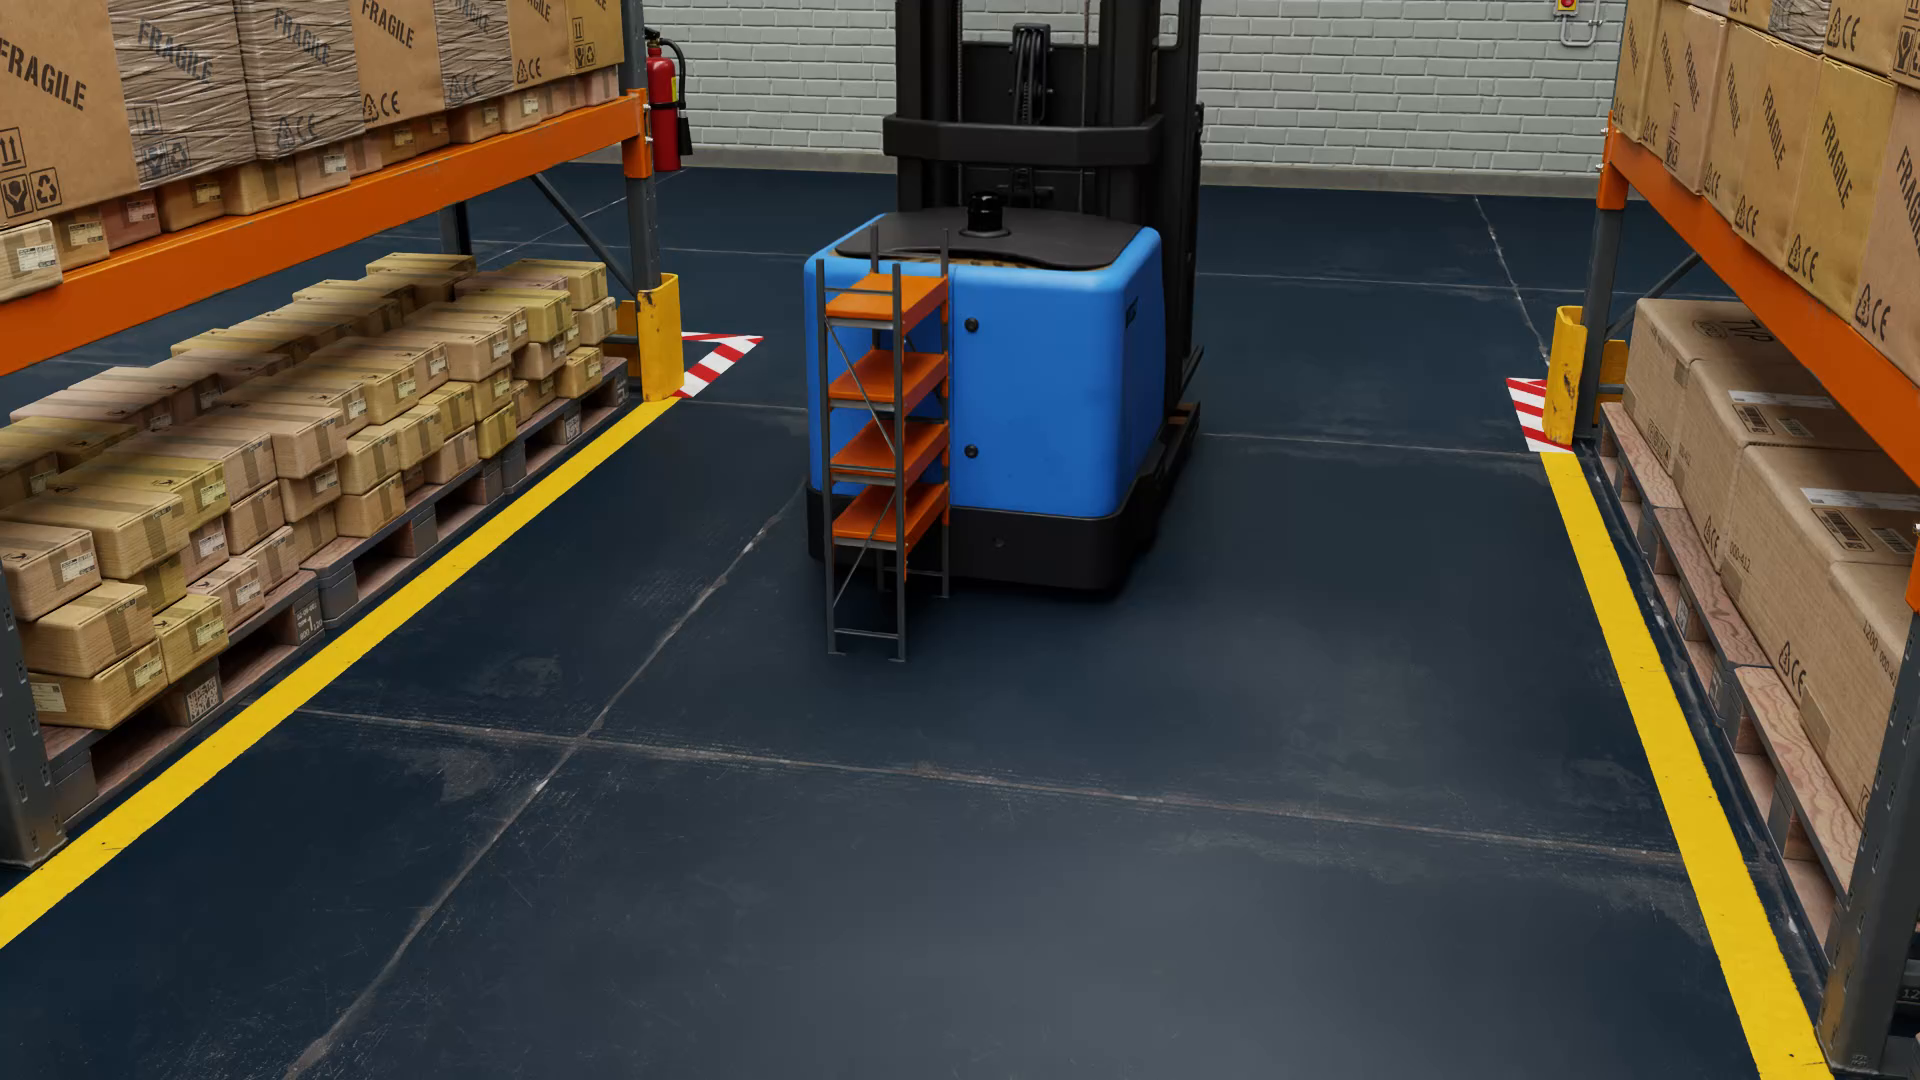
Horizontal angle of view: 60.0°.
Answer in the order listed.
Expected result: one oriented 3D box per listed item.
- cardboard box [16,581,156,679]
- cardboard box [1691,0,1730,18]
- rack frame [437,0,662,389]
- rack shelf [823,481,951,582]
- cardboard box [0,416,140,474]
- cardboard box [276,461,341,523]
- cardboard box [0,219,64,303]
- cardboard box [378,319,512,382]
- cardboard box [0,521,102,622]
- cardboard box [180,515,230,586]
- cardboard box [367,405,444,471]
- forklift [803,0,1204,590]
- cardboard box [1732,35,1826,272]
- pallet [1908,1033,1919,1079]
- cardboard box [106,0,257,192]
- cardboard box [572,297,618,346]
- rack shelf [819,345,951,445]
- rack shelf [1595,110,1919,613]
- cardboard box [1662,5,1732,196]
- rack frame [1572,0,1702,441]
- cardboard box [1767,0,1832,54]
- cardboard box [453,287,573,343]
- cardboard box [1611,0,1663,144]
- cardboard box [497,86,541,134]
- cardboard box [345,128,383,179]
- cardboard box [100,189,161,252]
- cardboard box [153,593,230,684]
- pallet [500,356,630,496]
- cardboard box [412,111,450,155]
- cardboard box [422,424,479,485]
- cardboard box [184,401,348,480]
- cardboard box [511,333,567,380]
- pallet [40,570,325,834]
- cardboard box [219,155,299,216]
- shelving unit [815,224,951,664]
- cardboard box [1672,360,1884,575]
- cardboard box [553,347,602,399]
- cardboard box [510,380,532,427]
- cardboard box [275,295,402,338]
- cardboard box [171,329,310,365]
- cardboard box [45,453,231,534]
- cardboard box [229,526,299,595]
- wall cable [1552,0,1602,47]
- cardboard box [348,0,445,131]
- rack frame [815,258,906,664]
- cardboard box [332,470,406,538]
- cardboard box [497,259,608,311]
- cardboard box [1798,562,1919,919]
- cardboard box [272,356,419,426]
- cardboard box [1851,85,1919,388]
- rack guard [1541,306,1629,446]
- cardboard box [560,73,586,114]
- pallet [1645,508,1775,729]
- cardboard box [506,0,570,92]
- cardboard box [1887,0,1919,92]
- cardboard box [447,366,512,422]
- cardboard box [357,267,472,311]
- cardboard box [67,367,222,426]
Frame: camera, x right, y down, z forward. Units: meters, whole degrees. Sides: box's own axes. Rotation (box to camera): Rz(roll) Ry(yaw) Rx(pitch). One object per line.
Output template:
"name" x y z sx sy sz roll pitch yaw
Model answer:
"cardboard box" -2.272 0.210 4.173 0.380 0.149 0.250 5 23 13
"cardboard box" 2.451 -1.772 4.766 0.500 0.500 0.500 4 22 11
"rack frame" -1.843 -2.134 7.138 1.000 3.000 0.127 4 22 11
"rack shelf" -0.215 -0.043 5.066 0.258 0.148 0.480 6 23 14
"cardboard box" -2.655 -0.247 4.909 0.380 0.149 0.250 5 23 13
"cardboard box" -2.157 -0.179 5.138 0.380 0.149 0.250 6 23 13
"cardboard box" -2.281 -0.634 3.748 0.380 0.149 0.250 5 23 13
"cardboard box" -1.854 -0.685 5.998 0.380 0.149 0.250 5 23 13
"cardboard box" -2.386 0.070 4.122 0.380 0.149 0.250 5 23 13
"cardboard box" -2.294 0.019 4.648 0.380 0.149 0.250 4 22 11
"cardboard box" -1.968 -0.354 5.574 0.380 0.149 0.250 5 22 11
"forklift" 0.369 -1.723 6.208 1.130 2.935 3.031 6 23 14
"cardboard box" 2.240 -0.940 4.039 0.500 0.500 0.500 4 22 10
"pallet" 2.124 1.250 2.466 1.003 0.211 1.213 4 22 11
"cardboard box" -2.217 -1.199 4.284 0.500 0.500 0.500 4 22 11
"cardboard box" -1.671 -0.930 7.003 0.380 0.149 0.250 4 22 9
"rack shelf" -0.215 -0.435 4.909 0.258 0.148 0.480 6 23 14
"rack shelf" 2.615 -0.729 4.611 1.077 0.370 4.000 4 22 11
"cardboard box" 2.447 -1.315 4.969 0.500 0.500 0.500 4 22 11
"rack frame" 3.024 -1.794 6.293 1.000 3.000 0.127 4 22 11
"cardboard box" 2.239 -1.407 3.859 0.500 0.500 0.500 5 22 12
"cardboard box" -1.739 -0.878 6.476 0.380 0.149 0.250 4 22 10
"cardboard box" 2.645 -1.687 5.893 0.500 0.500 0.500 4 22 10
"cardboard box" -1.786 -1.601 6.150 0.380 0.149 0.250 5 22 12
"cardboard box" -2.051 -1.220 5.205 0.380 0.149 0.250 5 23 13
"cardboard box" -2.298 -0.835 4.249 0.380 0.149 0.250 3 22 9
"cardboard box" -2.216 0.250 4.471 0.380 0.149 0.250 5 22 13
"pallet" -2.059 -0.519 6.859 1.003 0.211 1.213 4 22 11
"cardboard box" -1.982 -1.413 5.682 0.380 0.149 0.250 4 22 9
"cardboard box" -1.942 -0.319 5.884 0.380 0.149 0.250 5 22 12
"cardboard box" -2.106 -0.306 5.057 0.380 0.149 0.250 5 22 12
"cardboard box" -1.776 -0.740 6.531 0.380 0.149 0.250 4 22 9
"pallet" -2.557 0.374 4.643 1.003 0.211 1.213 4 22 11
"cardboard box" -2.121 -1.021 4.711 0.380 0.149 0.250 5 22 12
"shelving unit" -0.215 -0.290 4.967 0.258 1.200 0.503 6 23 14
"cardboard box" 2.808 -0.216 5.242 0.875 0.438 0.875 5 22 12
"cardboard box" -1.700 -0.697 6.822 0.380 0.149 0.250 5 23 13
"cardboard box" -1.875 -0.515 6.372 0.380 0.149 0.250 5 22 11
"cardboard box" -2.367 -0.828 6.351 0.380 0.149 0.250 3 22 8
"cardboard box" -2.532 -0.634 5.871 0.380 0.149 0.250 5 22 12
"cardboard box" -2.268 -0.122 4.600 0.380 0.149 0.250 4 22 10
"cardboard box" -2.213 0.059 4.947 0.380 0.149 0.250 4 22 10
"wall cable" 4.151 -4.344 11.222 0.585 1.953 0.123 4 22 11
"cardboard box" -1.999 -1.579 5.227 0.500 0.500 0.500 6 23 14
"rack frame" -0.278 -0.202 4.748 0.240 1.200 0.015 6 23 14
"cardboard box" -2.045 -0.130 5.416 0.380 0.149 0.250 4 22 9
"cardboard box" -1.703 -1.070 6.952 0.380 0.149 0.250 5 22 12
"cardboard box" 2.440 0.441 3.610 0.875 0.438 0.875 4 22 10
"cardboard box" -2.042 -0.500 5.536 0.380 0.149 0.250 5 22 11
"cardboard box" 2.052 -0.567 3.111 0.500 0.500 0.500 5 22 11
"rack guard" 3.028 -0.643 6.782 1.175 0.500 0.348 4 22 11
"cardboard box" -1.720 -1.789 6.617 0.380 0.149 0.250 4 22 11
"pallet" 2.686 0.243 4.968 1.003 0.211 1.213 4 22 11
"cardboard box" -1.793 -1.947 6.140 0.500 0.500 0.500 4 22 10
"cardboard box" 2.033 -1.035 2.936 0.500 0.500 0.500 4 22 10
"cardboard box" -1.869 -0.549 6.058 0.380 0.149 0.250 5 22 12
"cardboard box" -2.221 -1.007 6.796 0.380 0.149 0.250 5 22 12
"cardboard box" -2.647 -0.452 5.419 0.380 0.149 0.250 4 22 9
